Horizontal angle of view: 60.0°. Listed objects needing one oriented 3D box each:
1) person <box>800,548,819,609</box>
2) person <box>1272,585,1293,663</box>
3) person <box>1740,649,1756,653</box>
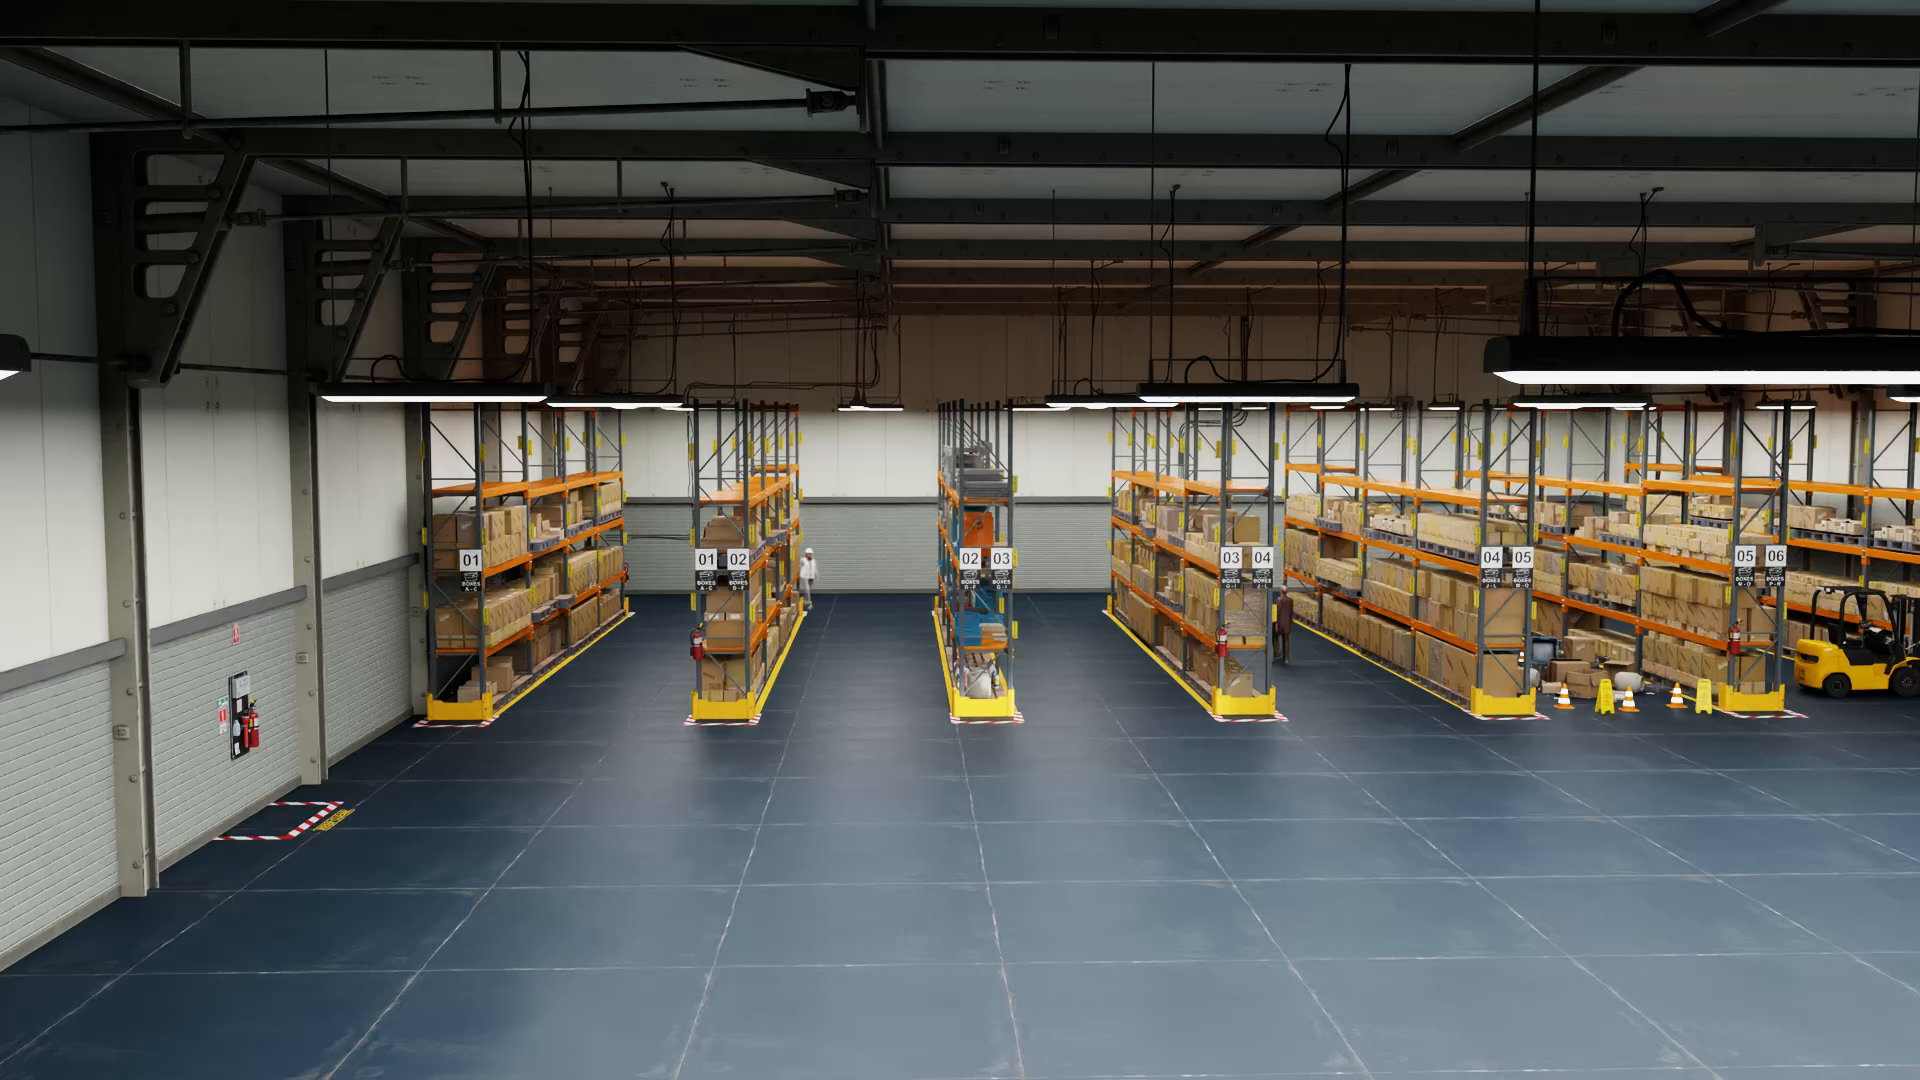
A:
[{"bbox_3d":[-4.477,1.119,49.137,0.568,1.761,0.944,-3,5,-35],"label":"person"},{"bbox_3d":[7.428,1.966,38.159,0.565,1.834,0.607,-1,4,-10],"label":"person"},{"bbox_3d":[17.043,2.204,36.080,0.505,1.576,0.709,0,4,0],"label":"person"}]
